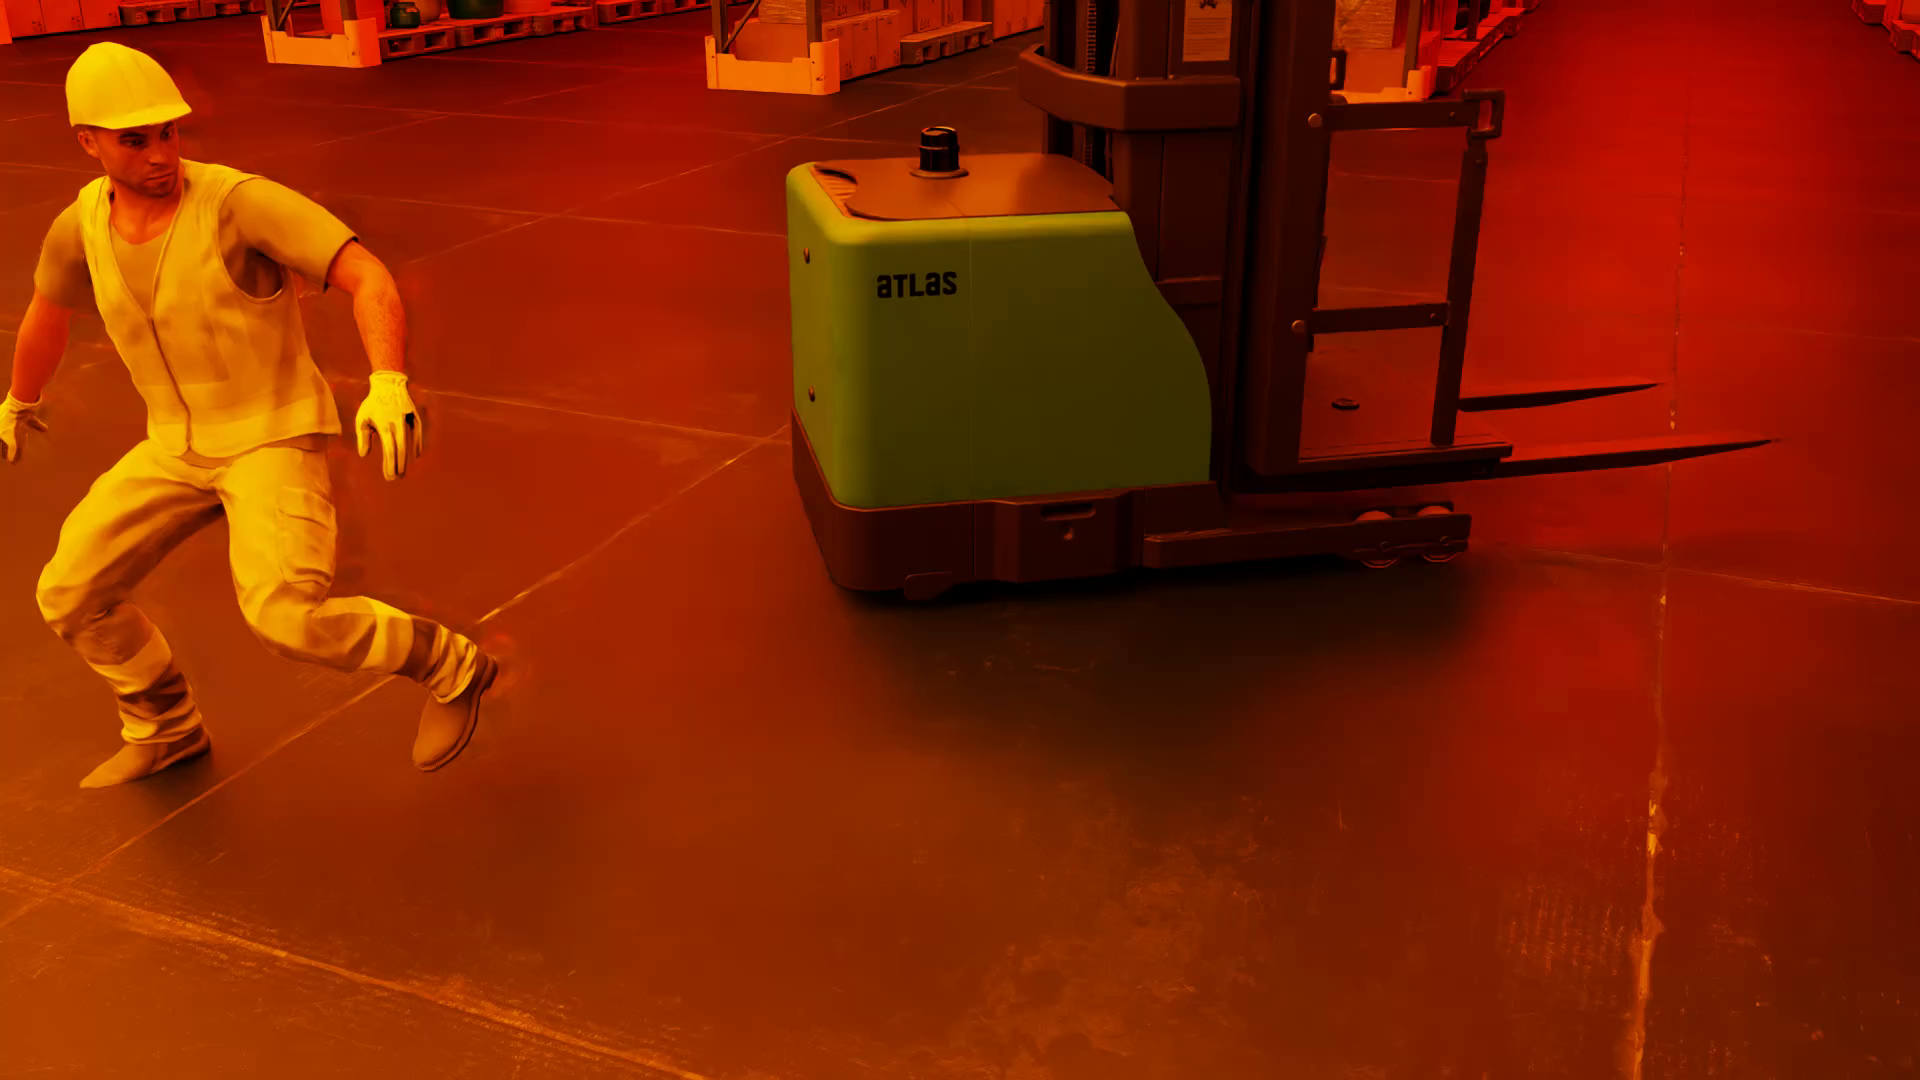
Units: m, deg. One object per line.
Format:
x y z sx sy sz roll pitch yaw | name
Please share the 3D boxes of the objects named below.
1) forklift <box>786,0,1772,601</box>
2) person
1.031 -1.462 4.791 3.031 2.935 1.130 -5 23 -12 | forklift
-1.625 -0.205 3.538 1.158 1.655 0.505 8 24 18 | person
